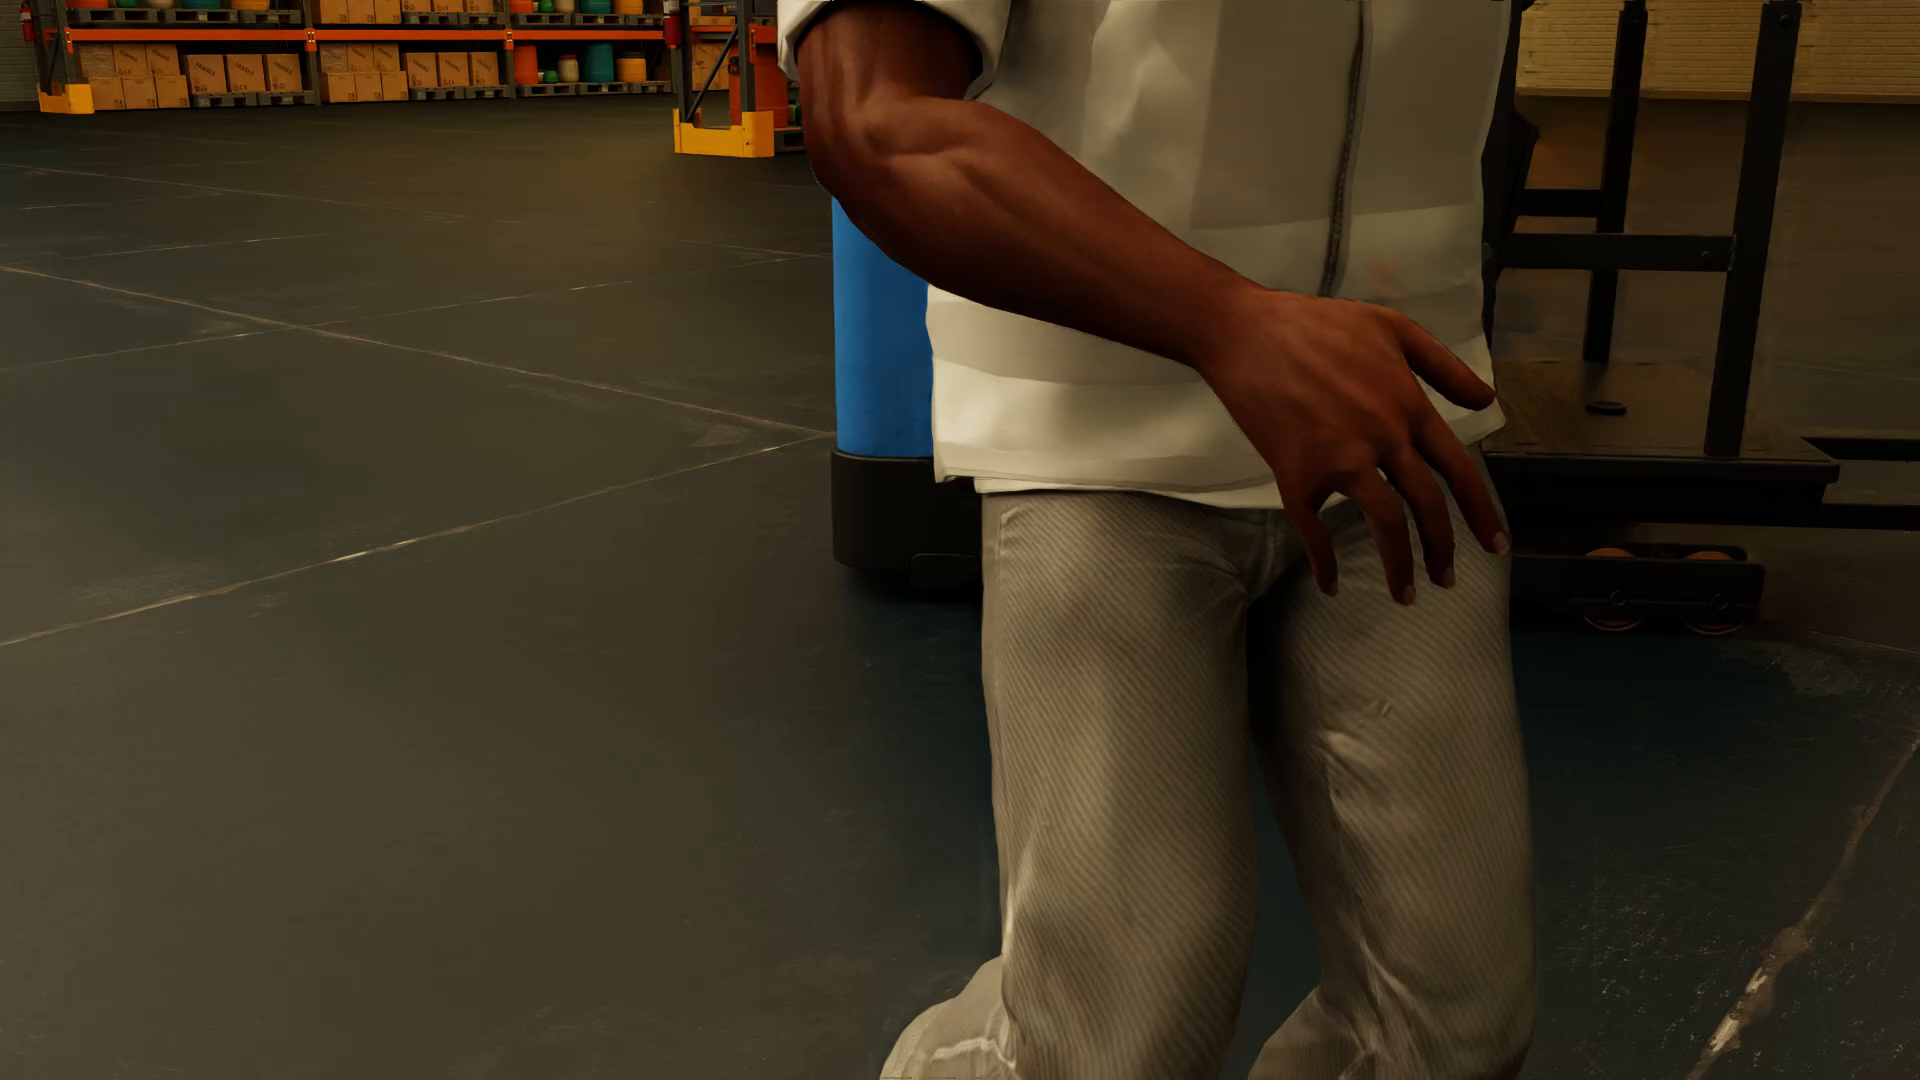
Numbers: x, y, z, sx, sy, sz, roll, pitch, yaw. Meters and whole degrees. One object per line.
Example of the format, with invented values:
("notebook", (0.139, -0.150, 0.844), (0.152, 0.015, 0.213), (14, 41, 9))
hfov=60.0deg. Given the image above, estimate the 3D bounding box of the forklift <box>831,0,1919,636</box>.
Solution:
("forklift", (1.280, -1.375, 3.426), (3.031, 2.935, 1.130), (2, 17, 6))
